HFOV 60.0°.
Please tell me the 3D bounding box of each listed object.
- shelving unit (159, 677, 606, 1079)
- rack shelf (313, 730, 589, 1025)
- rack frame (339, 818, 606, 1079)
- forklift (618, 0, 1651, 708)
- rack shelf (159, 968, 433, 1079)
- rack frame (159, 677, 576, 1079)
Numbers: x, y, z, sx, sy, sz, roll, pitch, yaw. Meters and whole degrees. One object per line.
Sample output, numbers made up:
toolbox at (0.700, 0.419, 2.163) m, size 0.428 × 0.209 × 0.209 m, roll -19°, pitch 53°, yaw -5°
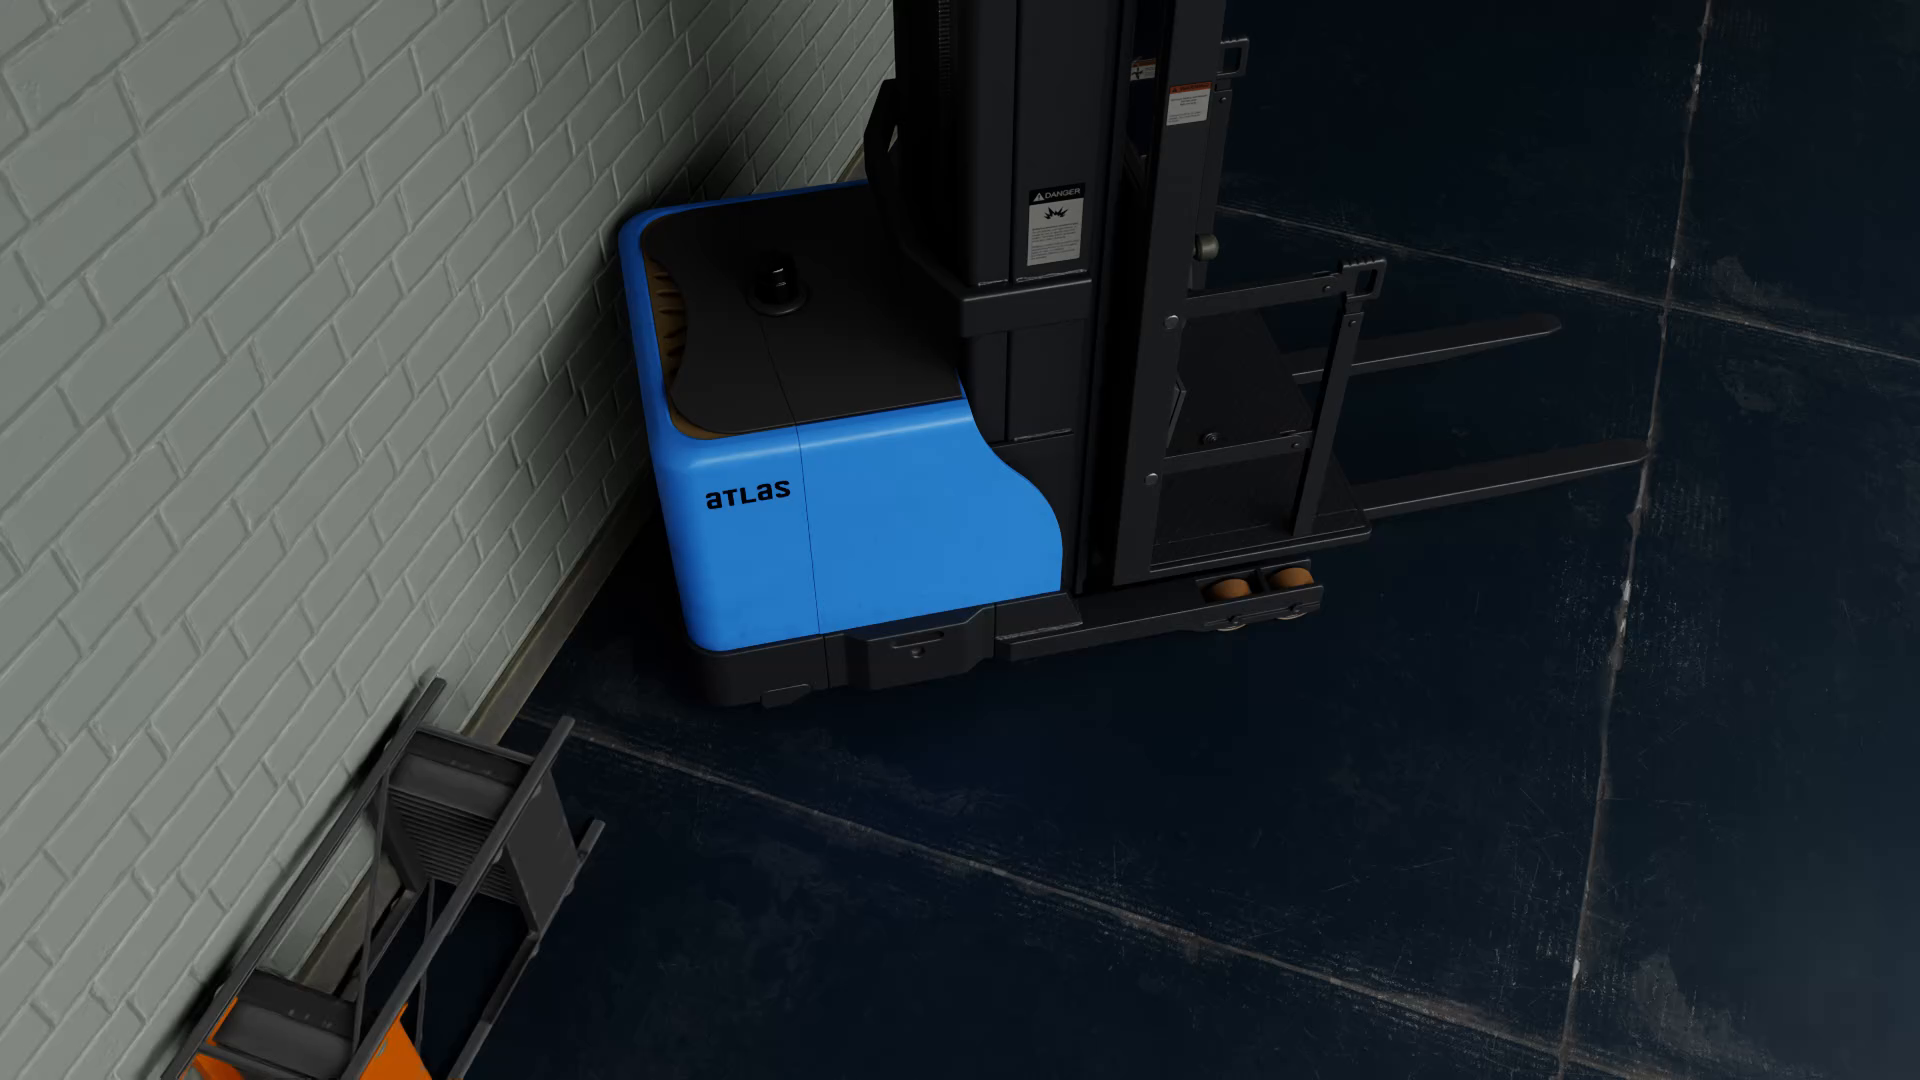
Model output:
shelving unit at (-1.503, 1.311, 3.768) m, size 0.431 × 0.503 × 2.100 m, roll 15°, pitch 50°, yaw 12°
rack shelf at (-1.280, 0.825, 4.198) m, size 0.431 × 0.480 × 0.518 m, roll 15°, pitch 50°, yaw 12°
rack frame at (-1.504, 1.473, 3.951) m, size 0.400 × 0.015 × 2.100 m, roll 15°, pitch 50°, yaw 12°
forklift at (0.609, -1.067, 4.235) m, size 3.031 × 2.935 × 1.130 m, roll -10°, pitch 50°, yaw -9°
rack shelf at (-1.508, 1.321, 3.759) m, size 0.431 × 0.480 × 0.518 m, roll 15°, pitch 50°, yaw 12°
rack frame at (-1.502, 1.150, 3.585) m, size 0.400 × 0.015 × 2.100 m, roll 15°, pitch 50°, yaw 12°
